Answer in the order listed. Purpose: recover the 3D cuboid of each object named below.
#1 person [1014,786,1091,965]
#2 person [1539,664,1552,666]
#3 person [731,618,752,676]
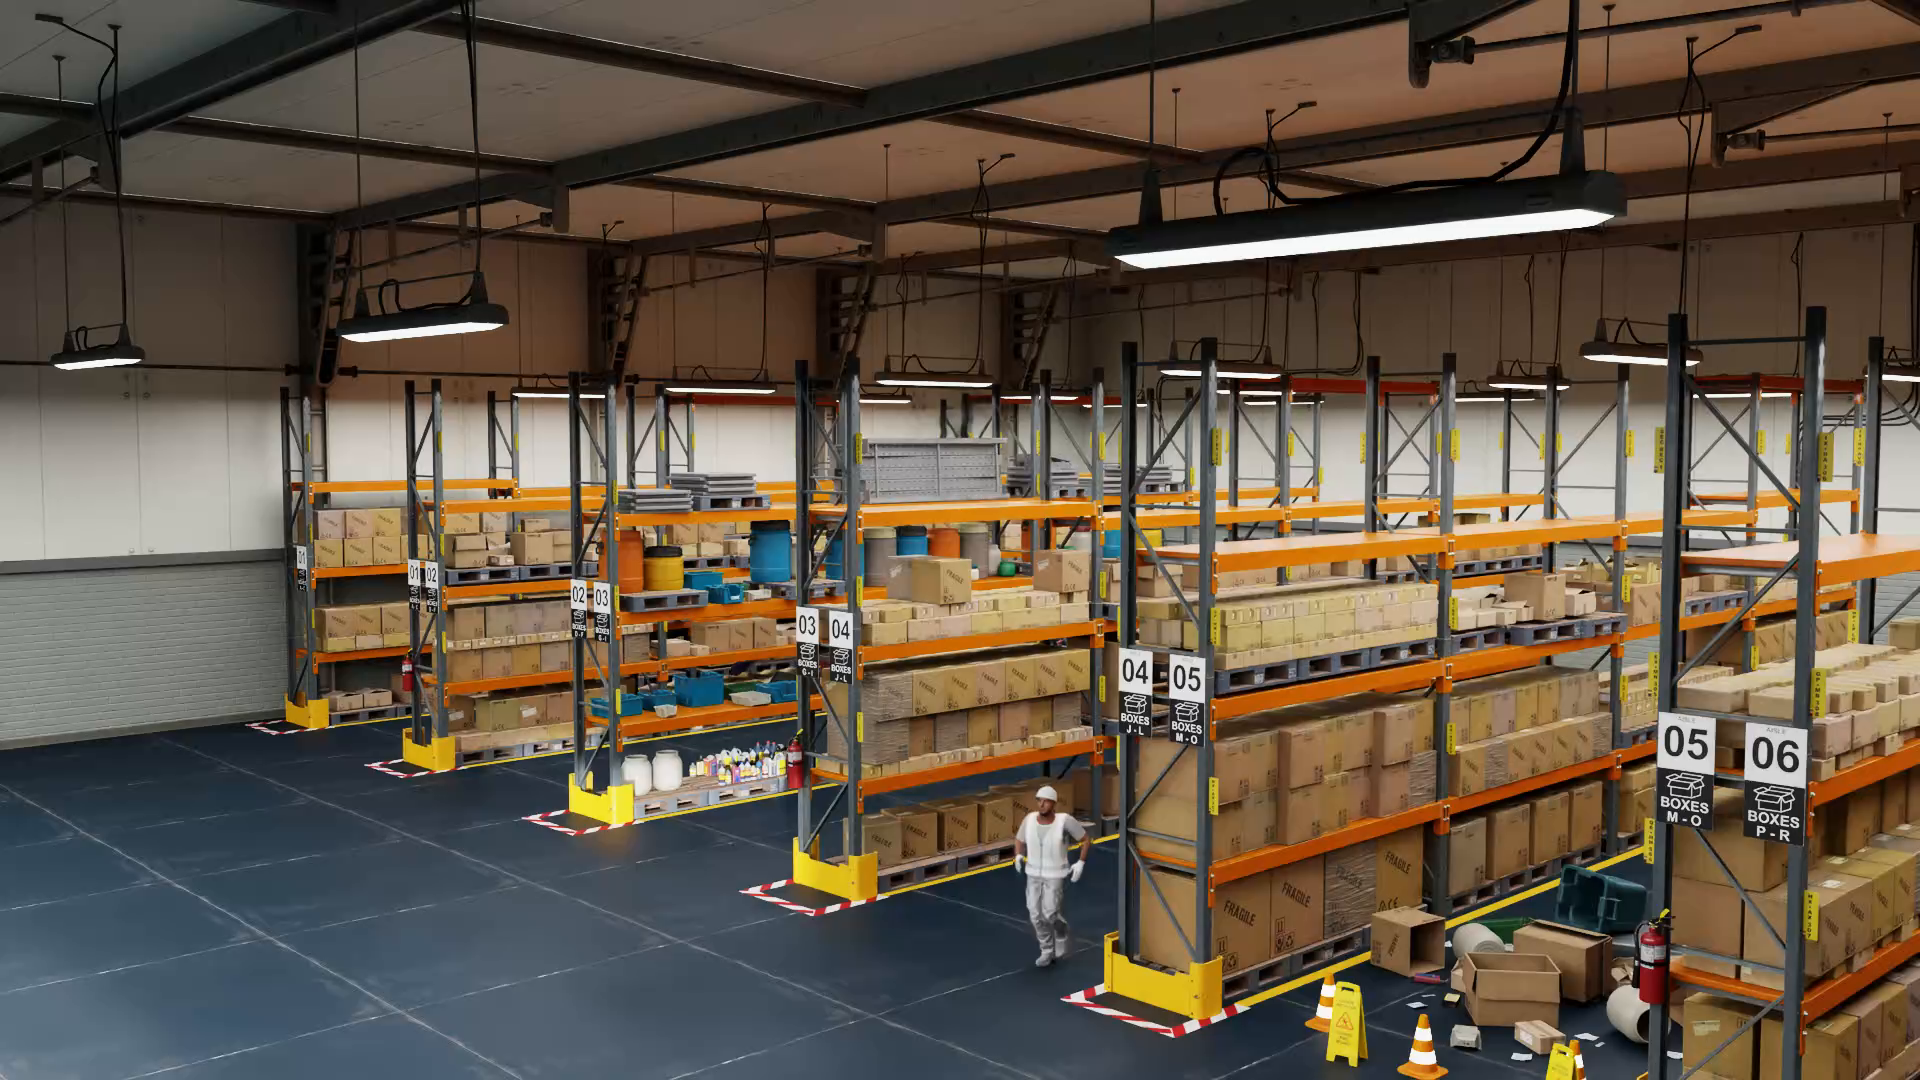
[{"bbox_3d":[0.843,3.265,16.103,0.734,1.754,0.605,2,4,25],"label":"person"},{"bbox_3d":[9.423,2.691,26.776,0.536,1.542,0.553,3,5,43],"label":"person"},{"bbox_3d":[-4.231,2.312,32.131,0.697,1.601,0.628,-3,5,-38],"label":"person"}]
